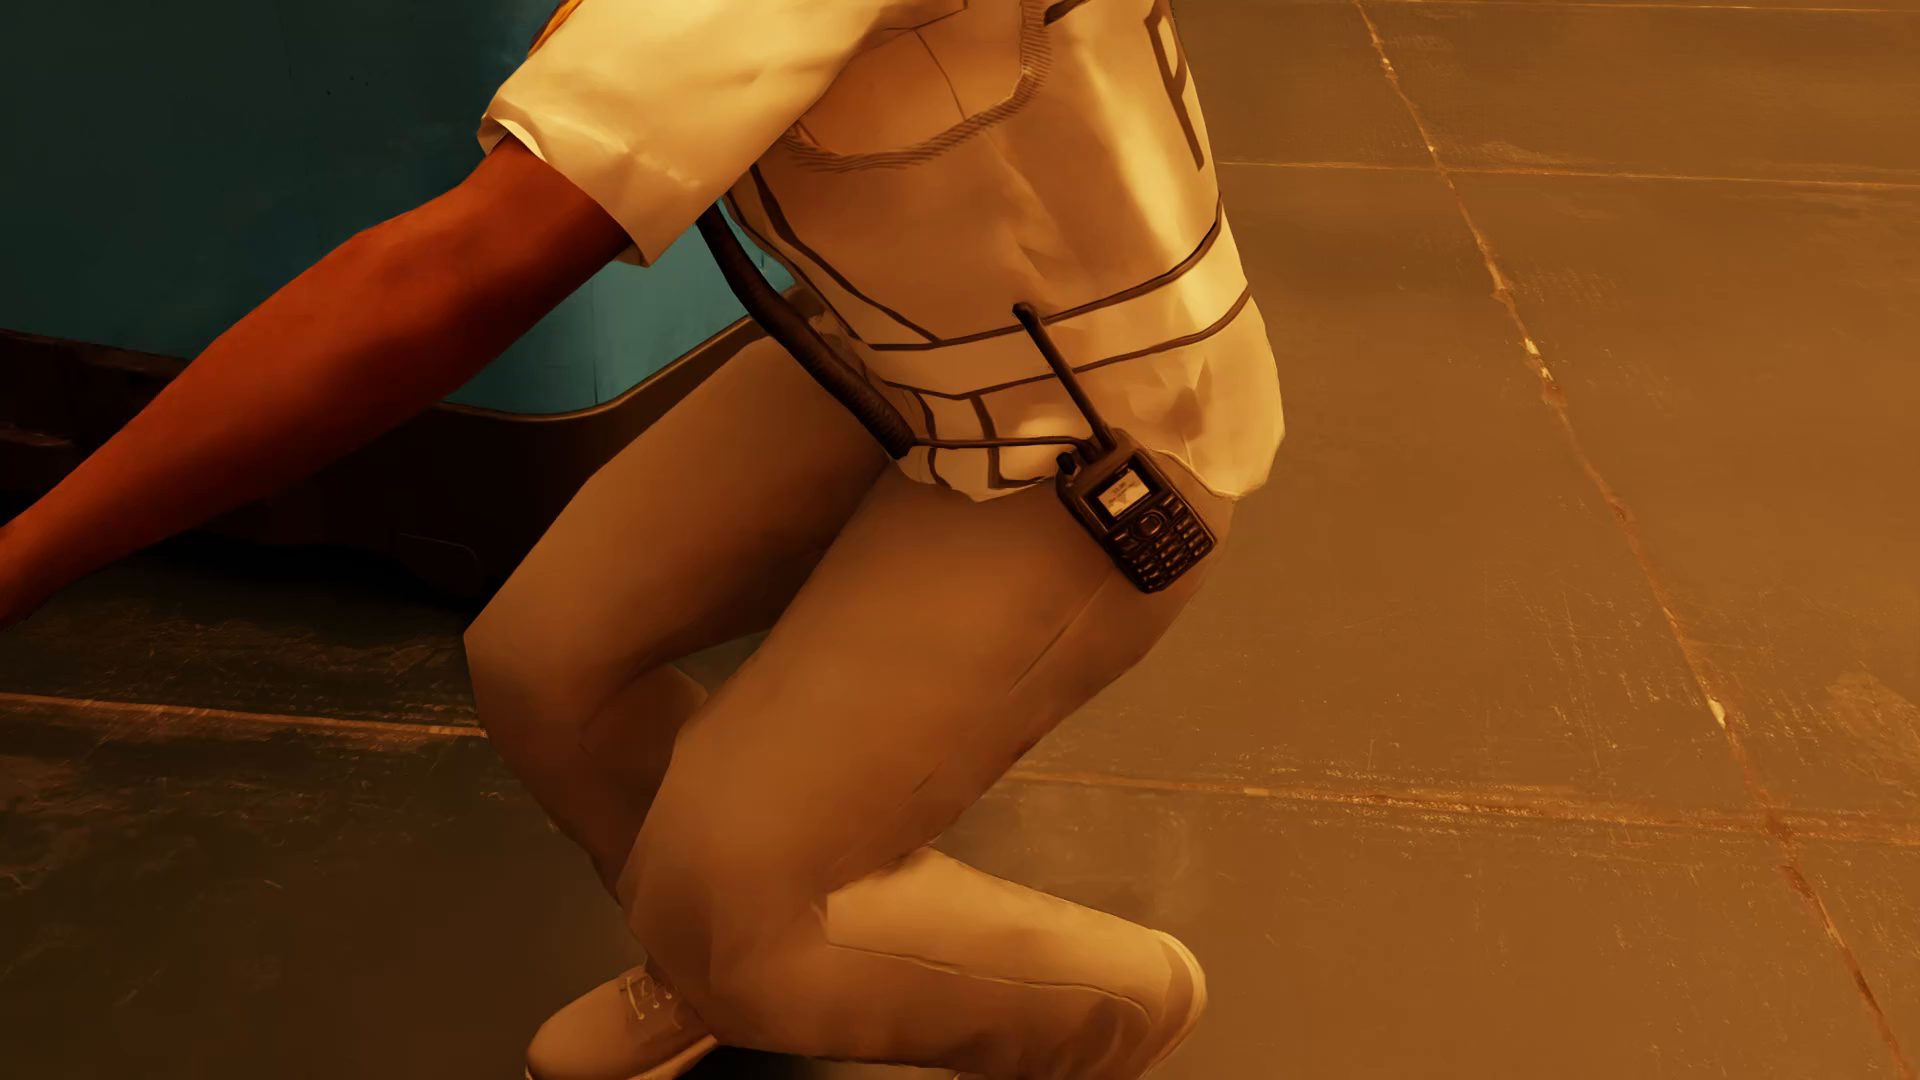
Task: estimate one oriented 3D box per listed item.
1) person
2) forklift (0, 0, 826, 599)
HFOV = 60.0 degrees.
[{"bbox_3d":[-0.235,-0.093,1.137,0.934,1.397,0.705,-11,28,-20],"label":"person"},{"bbox_3d":[-1.691,-1.638,2.500,3.031,2.935,1.130,10,28,19],"label":"forklift"}]
